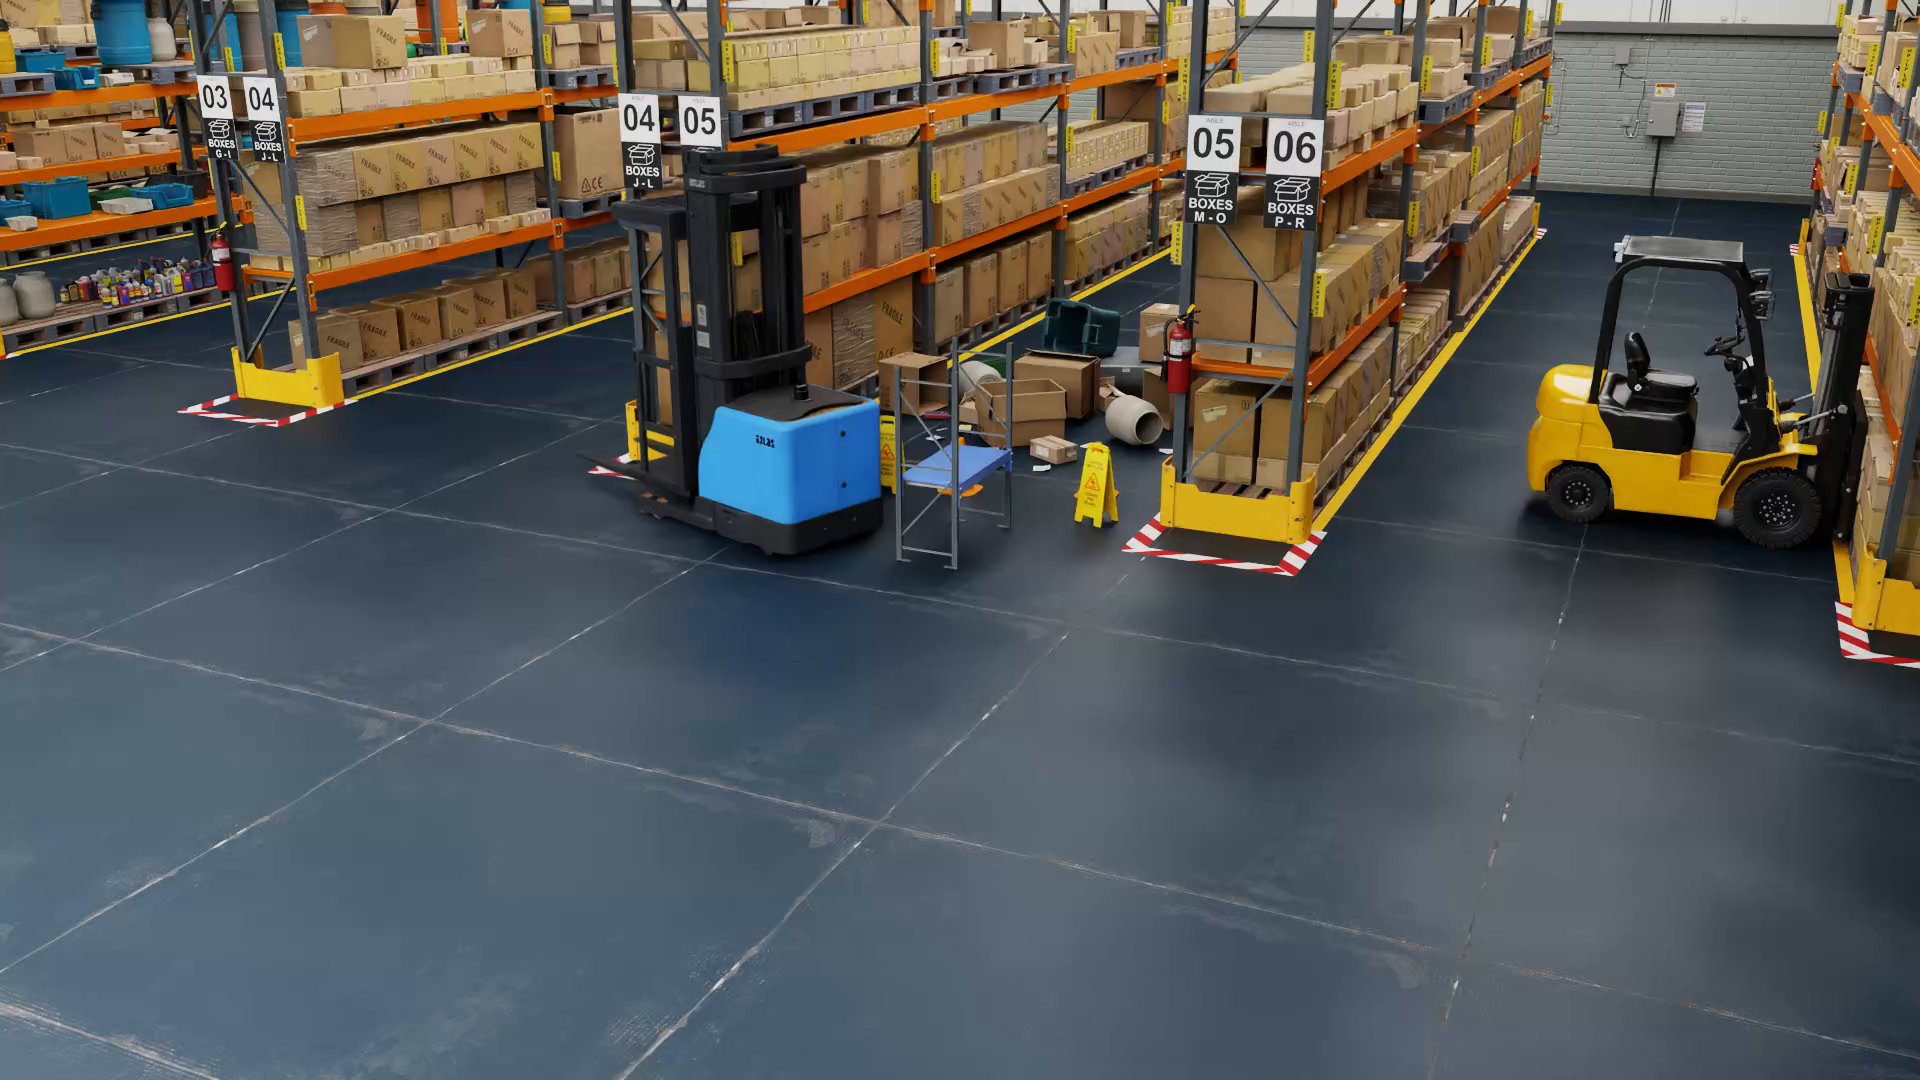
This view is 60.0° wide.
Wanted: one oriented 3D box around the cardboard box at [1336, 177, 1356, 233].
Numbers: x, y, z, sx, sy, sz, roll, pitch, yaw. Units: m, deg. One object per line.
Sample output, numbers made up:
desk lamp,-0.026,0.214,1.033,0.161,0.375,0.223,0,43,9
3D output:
cardboard box,3.185,-3.103,15.133,0.700,0.500,0.500,9,21,23

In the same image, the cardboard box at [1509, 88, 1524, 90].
cardboard box,7.911,-6.431,23.965,0.380,0.149,0.250,8,21,23

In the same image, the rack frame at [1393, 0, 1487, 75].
rack frame,5.430,-6.752,18.526,1.000,3.000,0.127,9,21,23

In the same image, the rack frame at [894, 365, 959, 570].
rack frame,-0.243,-0.525,12.207,0.500,1.500,0.032,9,21,23

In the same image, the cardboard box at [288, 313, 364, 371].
cardboard box,-6.616,-2.049,17.357,0.500,0.500,0.500,13,23,33

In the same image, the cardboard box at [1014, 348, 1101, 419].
cardboard box,0.939,-1.539,16.344,0.797,0.637,0.503,9,21,23

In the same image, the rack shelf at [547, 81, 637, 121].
rack shelf,-4.430,-5.749,21.253,1.077,0.370,4.000,9,21,23

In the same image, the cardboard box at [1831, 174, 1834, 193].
cardboard box,10.679,-4.231,19.963,0.396,0.266,0.258,10,22,25

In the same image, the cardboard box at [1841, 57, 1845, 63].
cardboard box,12.177,-6.465,22.571,0.380,0.149,0.250,9,21,23

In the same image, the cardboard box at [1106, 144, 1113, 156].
cardboard box,1.887,-5.391,22.955,0.380,0.149,0.250,9,22,25

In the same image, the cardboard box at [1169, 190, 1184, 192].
cardboard box,3.585,-5.567,26.886,0.380,0.149,0.250,8,21,21

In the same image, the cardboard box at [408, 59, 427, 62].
cardboard box,-6.090,-5.215,18.309,0.380,0.149,0.250,8,21,22

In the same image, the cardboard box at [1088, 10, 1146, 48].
cardboard box,2.255,-7.354,23.919,0.700,0.500,0.500,9,21,23

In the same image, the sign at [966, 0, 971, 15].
sign,0.154,-9.446,29.372,0.100,0.325,0.005,9,21,23

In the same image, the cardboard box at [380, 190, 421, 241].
cardboard box,-6.297,-3.508,17.763,0.875,0.500,0.500,9,21,23

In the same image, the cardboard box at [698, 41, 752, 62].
cardboard box,-1.976,-4.102,13.960,0.380,0.149,0.250,9,21,23

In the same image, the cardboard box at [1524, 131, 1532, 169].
cardboard box,8.129,-5.765,24.554,0.500,0.500,0.500,9,22,24

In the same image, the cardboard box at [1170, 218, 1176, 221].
cardboard box,3.175,-4.968,26.089,0.380,0.149,0.250,8,21,22

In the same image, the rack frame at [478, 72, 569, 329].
rack frame,-5.249,-4.063,19.916,1.000,3.000,0.127,9,21,23

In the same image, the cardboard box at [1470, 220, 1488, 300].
cardboard box,6.158,-3.594,21.143,0.875,0.875,0.875,9,21,23

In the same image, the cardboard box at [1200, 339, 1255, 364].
cardboard box,2.112,-1.506,13.101,0.380,0.149,0.250,9,22,25

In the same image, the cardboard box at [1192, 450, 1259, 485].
cardboard box,2.249,-0.674,13.864,0.500,0.250,0.500,8,21,22

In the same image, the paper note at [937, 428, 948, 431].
paper note,-0.171,-1.061,15.936,0.123,0.001,0.032,-14,24,-33

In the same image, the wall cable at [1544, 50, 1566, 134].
wall cable,10.994,-8.592,31.088,0.585,1.953,0.123,9,21,23

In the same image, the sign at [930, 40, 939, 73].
sign,-0.258,-4.970,17.100,0.100,0.325,0.005,9,21,23

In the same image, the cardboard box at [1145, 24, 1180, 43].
cardboard box,2.927,-7.489,24.552,0.500,0.250,0.500,9,22,24

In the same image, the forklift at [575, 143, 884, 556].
forklift,-2.018,-1.663,13.271,3.031,2.935,1.130,18,26,40

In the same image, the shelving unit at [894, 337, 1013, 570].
shelving unit,-0.035,-0.681,12.644,0.538,1.500,1.048,9,21,23

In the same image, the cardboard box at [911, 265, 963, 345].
cardboard box,-0.593,-2.691,18.791,1.050,0.750,0.750,8,21,22

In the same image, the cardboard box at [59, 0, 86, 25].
cardboard box,-16.423,-9.638,30.310,0.700,0.500,0.500,9,21,23

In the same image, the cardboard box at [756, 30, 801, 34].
cardboard box,-1.744,-4.813,15.958,0.380,0.149,0.250,9,21,23

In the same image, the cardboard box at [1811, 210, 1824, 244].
cardboard box,12.899,-4.539,24.354,0.797,0.503,0.637,8,21,21

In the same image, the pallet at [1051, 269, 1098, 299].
pallet,1.194,-3.499,22.492,1.003,0.211,1.213,9,21,23

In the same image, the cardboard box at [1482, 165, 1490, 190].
cardboard box,6.291,-4.520,20.680,0.500,0.250,0.500,8,21,22

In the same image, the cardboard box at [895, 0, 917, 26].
cardboard box,-1.140,-8.765,27.737,0.700,0.500,0.500,10,22,25

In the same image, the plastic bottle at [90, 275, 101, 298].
plastic bottle,-10.868,-3.181,20.845,0.152,0.276,0.135,8,21,21

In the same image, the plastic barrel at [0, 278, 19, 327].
plastic barrel,-11.206,-2.757,19.331,0.421,0.512,0.421,0,20,0

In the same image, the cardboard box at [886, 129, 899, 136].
cardboard box,-1.333,-6.837,27.496,0.500,0.250,0.500,8,21,22

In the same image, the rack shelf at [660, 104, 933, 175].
rack shelf,-1.584,-3.814,15.814,1.077,0.370,4.000,9,21,23

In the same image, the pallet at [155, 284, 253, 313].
pallet,-10.081,-3.229,21.733,1.003,0.211,1.213,9,21,23

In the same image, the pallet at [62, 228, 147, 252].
pallet,-13.521,-4.714,25.910,1.003,0.211,1.213,9,21,23

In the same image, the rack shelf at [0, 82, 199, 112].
rack shelf,-10.587,-5.205,19.726,1.077,0.370,4.000,9,21,23

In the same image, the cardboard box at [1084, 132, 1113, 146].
cardboard box,1.881,-5.526,22.892,0.380,0.149,0.250,8,21,22

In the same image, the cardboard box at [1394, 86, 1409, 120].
cardboard box,3.651,-3.859,14.647,0.500,0.250,0.500,8,21,22

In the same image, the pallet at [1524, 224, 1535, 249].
pallet,8.450,-4.802,26.157,1.003,0.211,1.213,9,21,23

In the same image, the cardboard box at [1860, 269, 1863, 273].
cardboard box,8.490,-2.297,15.174,0.500,0.250,0.500,8,21,22

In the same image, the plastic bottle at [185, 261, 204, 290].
plastic bottle,-9.847,-3.407,21.368,0.144,0.351,0.185,7,21,20

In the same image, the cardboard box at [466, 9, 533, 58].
cardboard box,-5.201,-5.726,18.778,0.500,0.500,0.500,8,21,21

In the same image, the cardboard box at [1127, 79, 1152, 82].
cardboard box,2.663,-6.795,25.513,0.500,0.500,0.500,8,21,21

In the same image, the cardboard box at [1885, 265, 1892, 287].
cardboard box,7.597,-2.086,13.242,0.380,0.149,0.250,9,21,24

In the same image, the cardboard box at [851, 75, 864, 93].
cardboard box,-1.143,-4.346,15.836,0.380,0.149,0.250,8,21,22

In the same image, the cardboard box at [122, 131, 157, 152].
cardboard box,-13.190,-6.357,26.501,0.500,0.311,0.500,8,21,22

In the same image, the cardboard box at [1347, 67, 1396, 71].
cardboard box,3.637,-4.090,14.700,0.380,0.149,0.250,9,22,24

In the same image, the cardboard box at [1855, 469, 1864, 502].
cardboard box,7.006,-0.442,12.467,0.500,0.250,0.500,8,21,21

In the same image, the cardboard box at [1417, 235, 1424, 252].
cardboard box,4.417,-2.983,16.629,0.380,0.149,0.250,9,21,24

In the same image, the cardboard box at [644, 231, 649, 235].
cardboard box,-4.066,-4.296,22.527,0.500,0.250,0.500,11,22,29

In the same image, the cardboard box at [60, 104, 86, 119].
cardboard box,-16.308,-7.945,30.209,0.500,0.500,0.500,8,21,22
